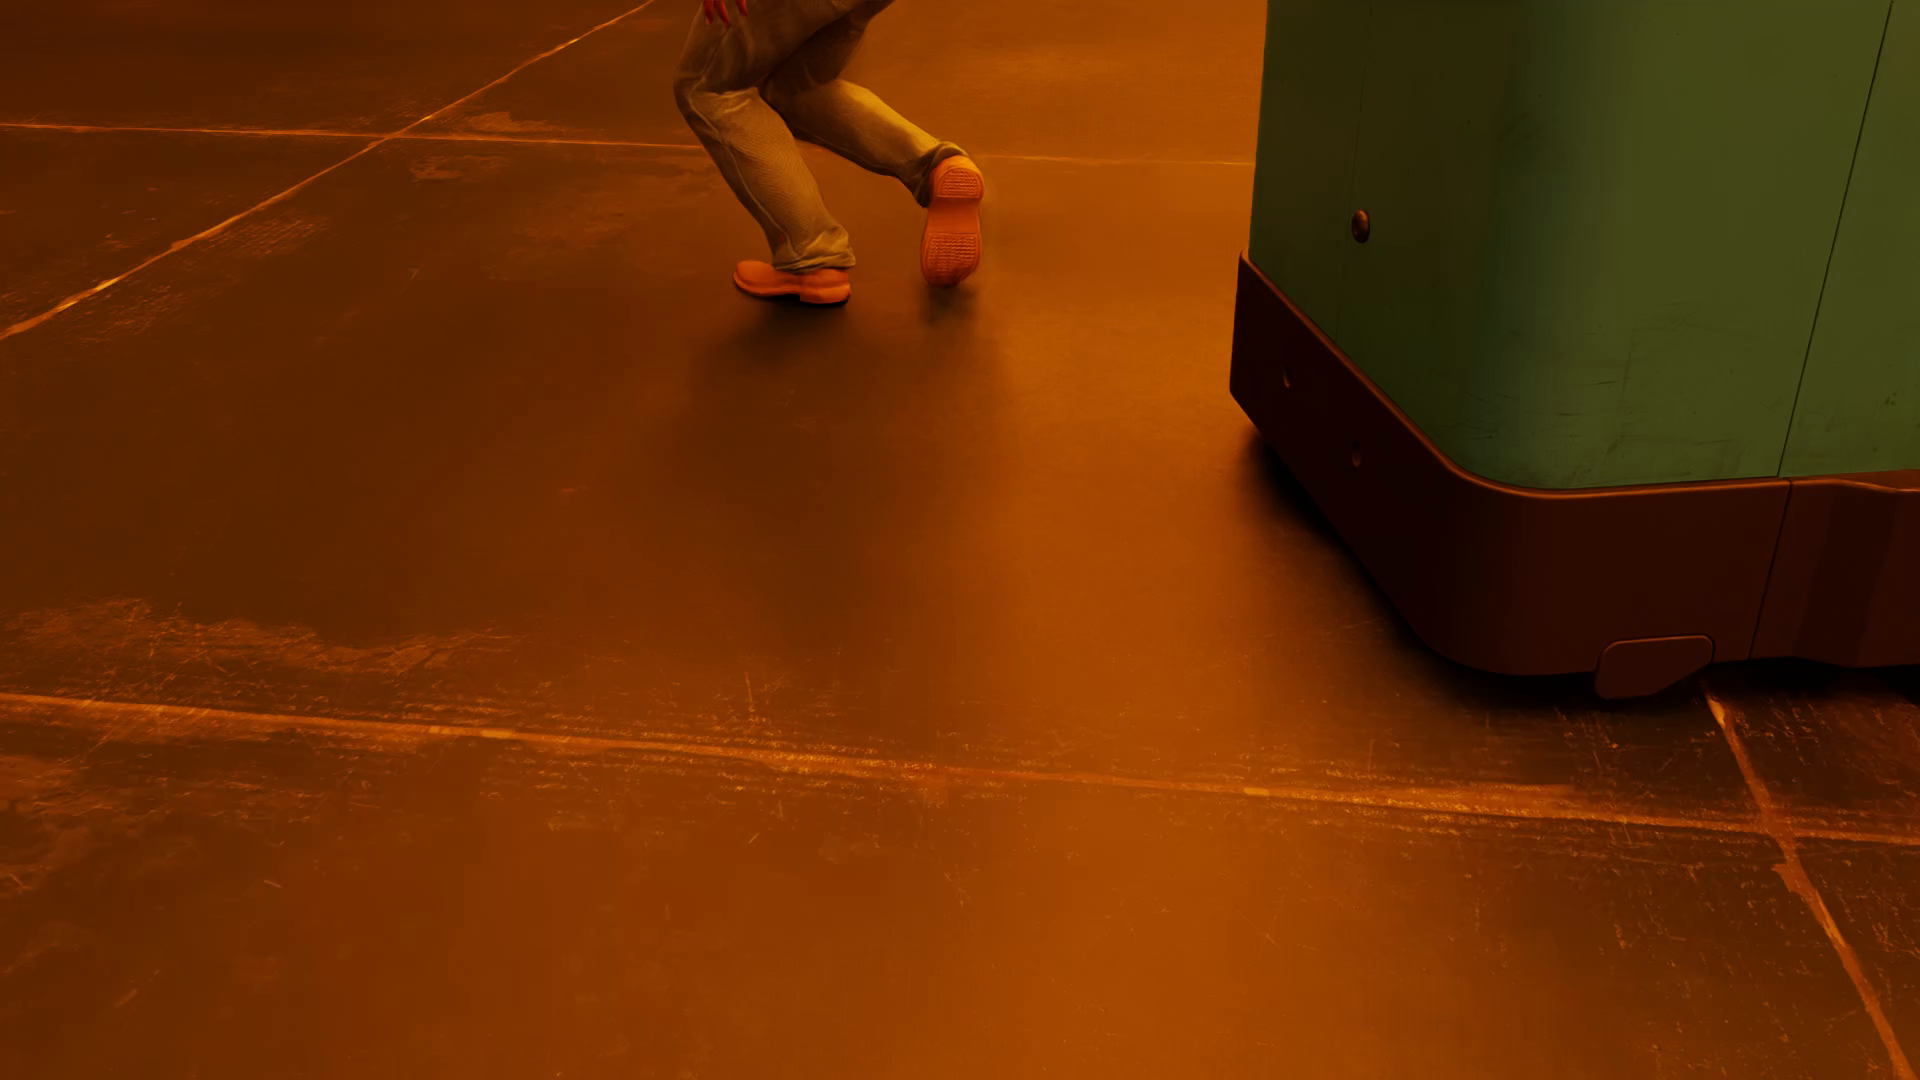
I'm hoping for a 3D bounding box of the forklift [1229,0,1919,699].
[{"bbox_3d":[2.021,-1.401,2.025,3.031,2.935,1.130,-4,27,-7],"label":"forklift"}]

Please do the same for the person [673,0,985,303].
[{"bbox_3d":[-0.266,-1.240,3.270,0.644,1.555,0.872,8,28,15],"label":"person"}]
